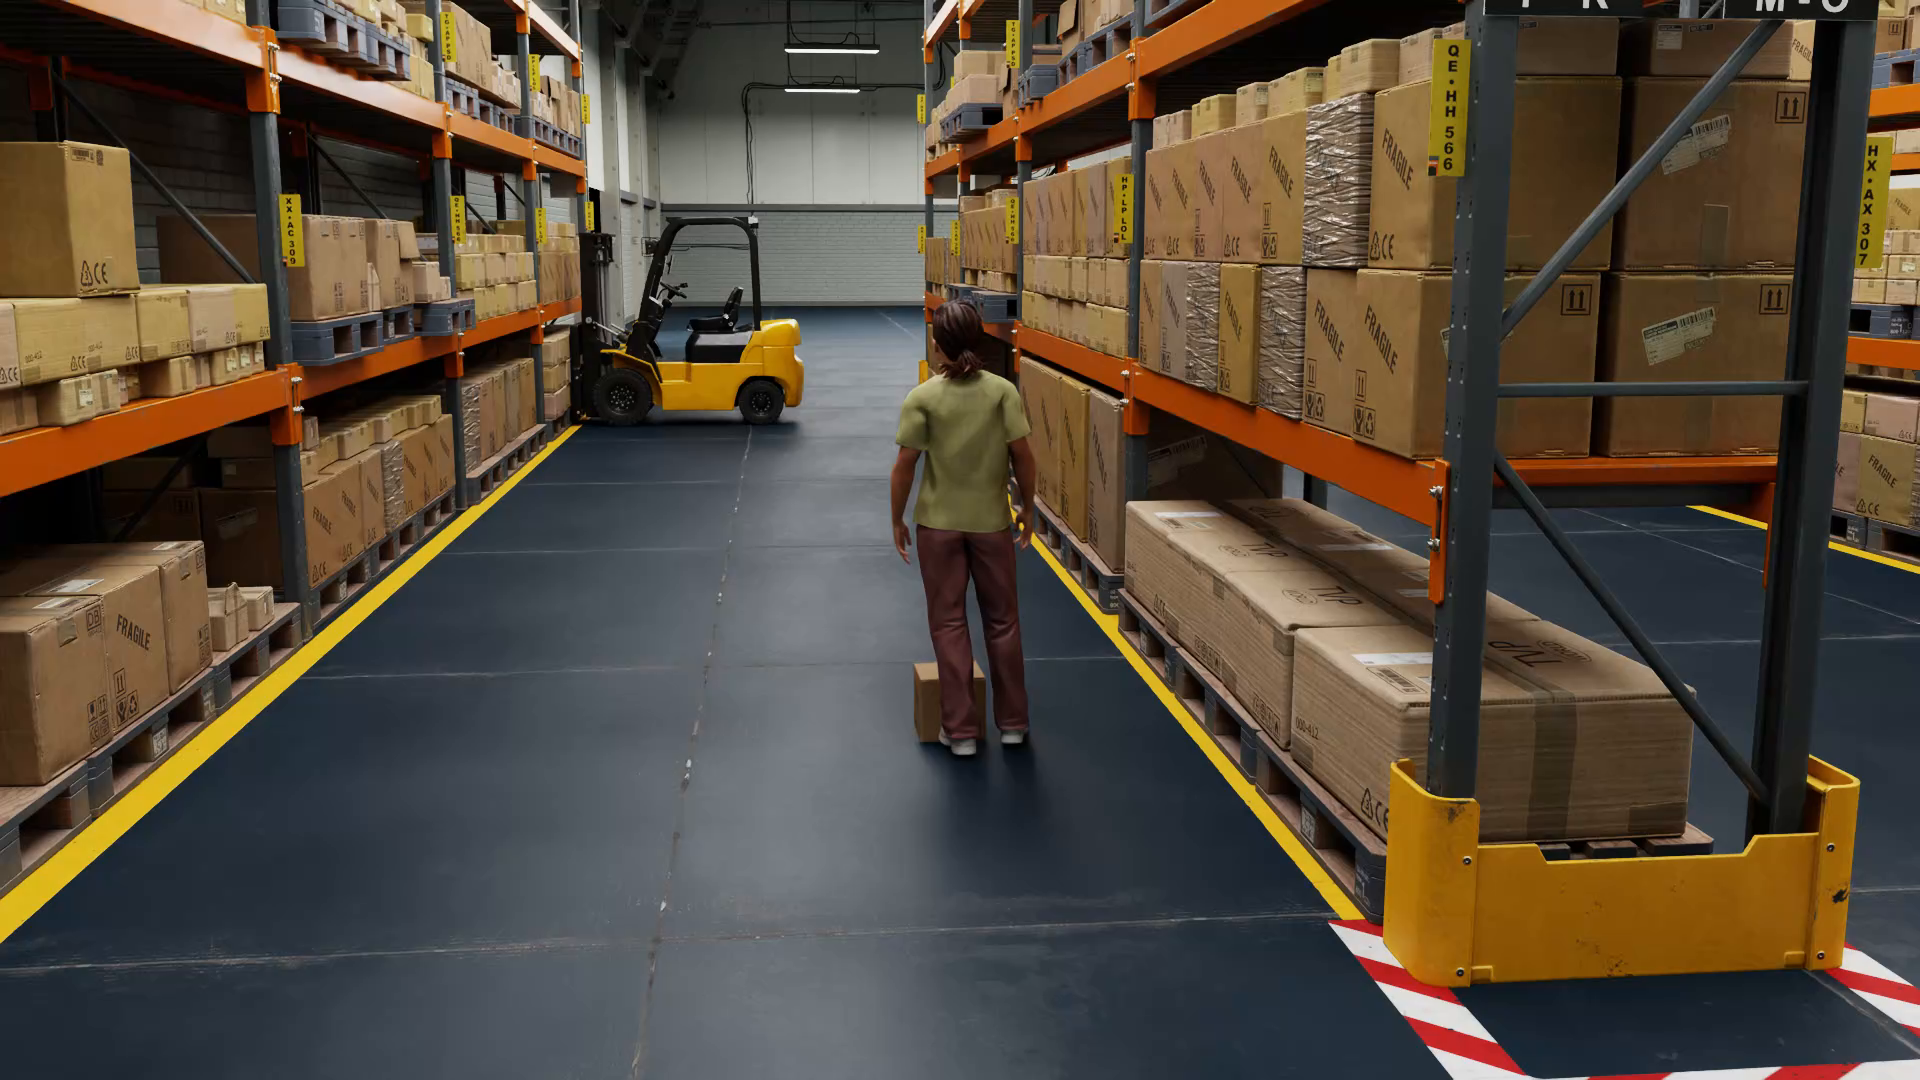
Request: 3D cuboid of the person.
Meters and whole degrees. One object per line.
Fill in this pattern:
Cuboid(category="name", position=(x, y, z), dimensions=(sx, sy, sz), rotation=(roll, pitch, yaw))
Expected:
Cuboid(category="person", position=(0.013, -0.045, 6.113), dimensions=(0.552, 1.674, 0.549), rotation=(-1, 10, -6))
